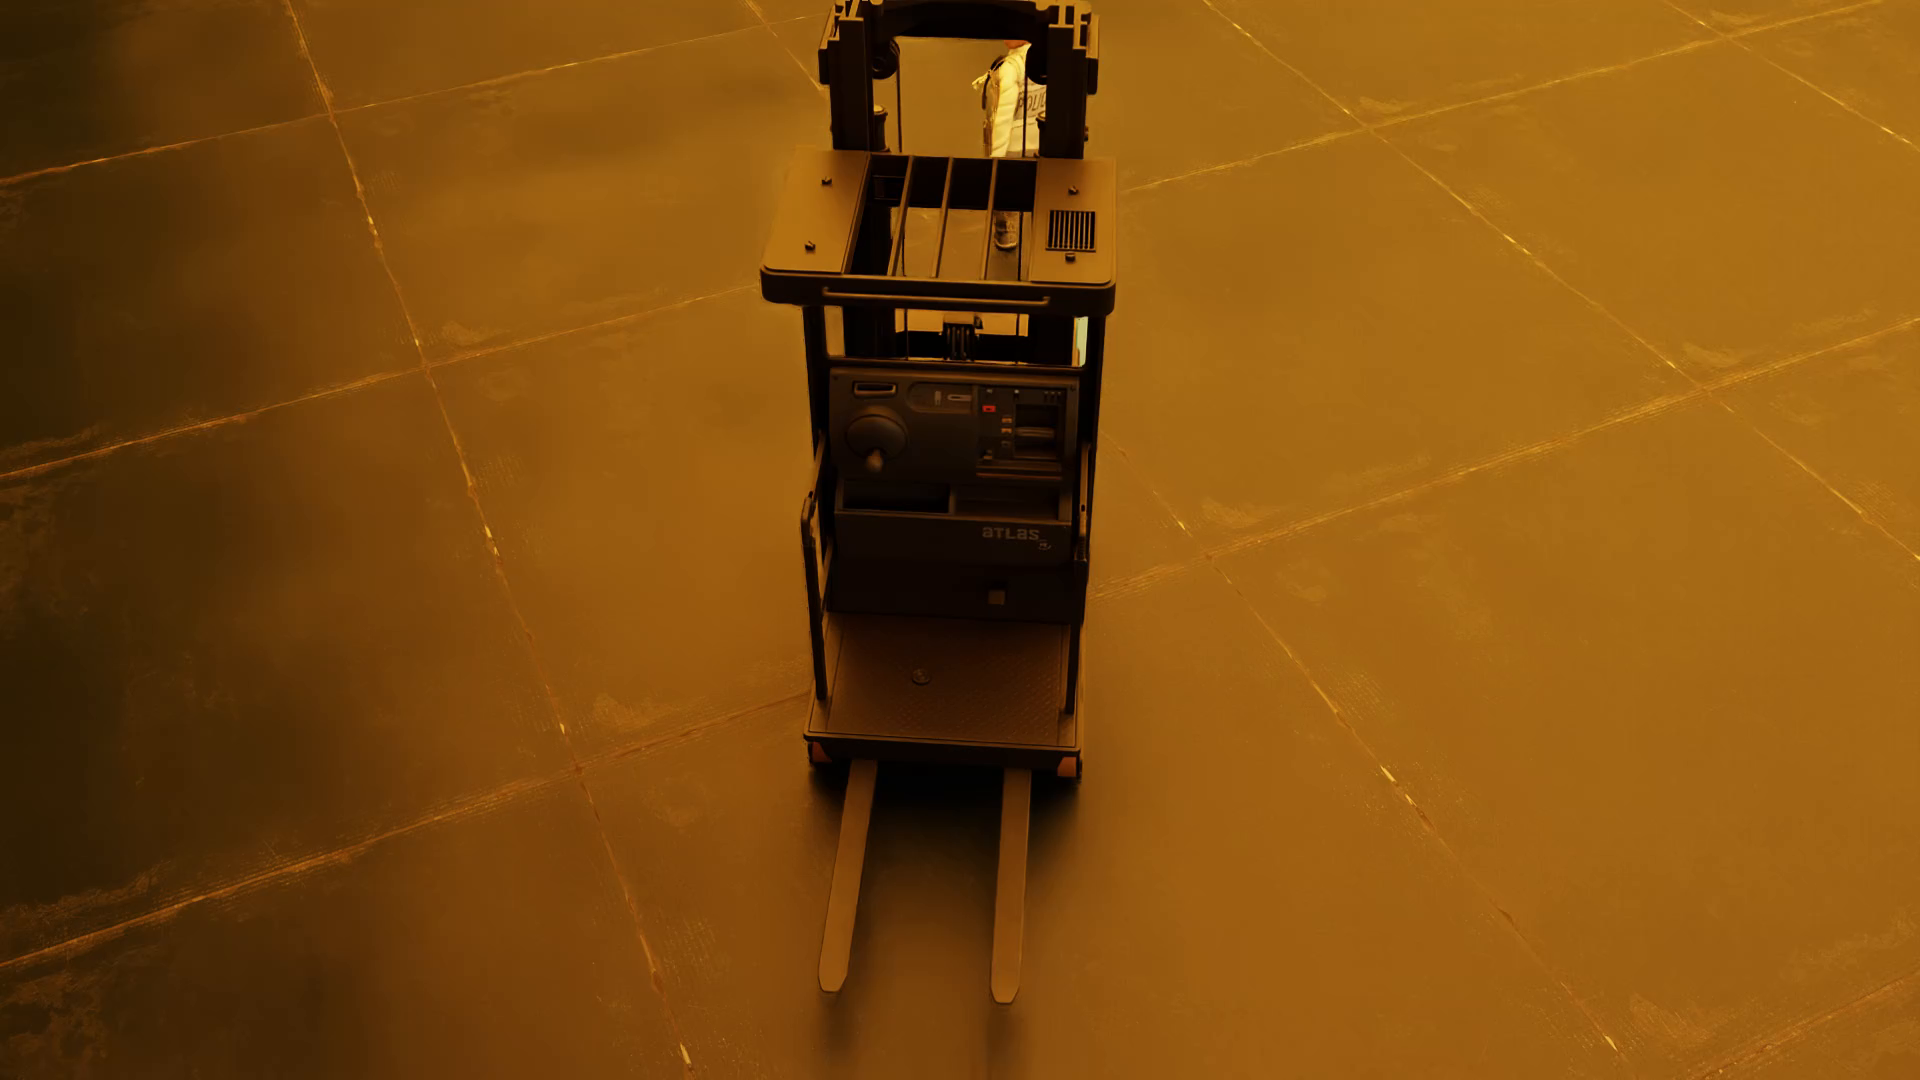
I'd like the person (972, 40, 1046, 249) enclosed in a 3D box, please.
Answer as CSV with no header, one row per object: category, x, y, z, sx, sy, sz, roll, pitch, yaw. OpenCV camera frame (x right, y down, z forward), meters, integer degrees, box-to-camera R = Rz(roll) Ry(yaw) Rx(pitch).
person,0.309,-2.175,9.014,0.539,1.585,0.776,-15,45,-15

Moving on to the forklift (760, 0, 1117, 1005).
forklift,-0.039,-0.344,6.049,1.130,2.935,3.031,3,43,3
